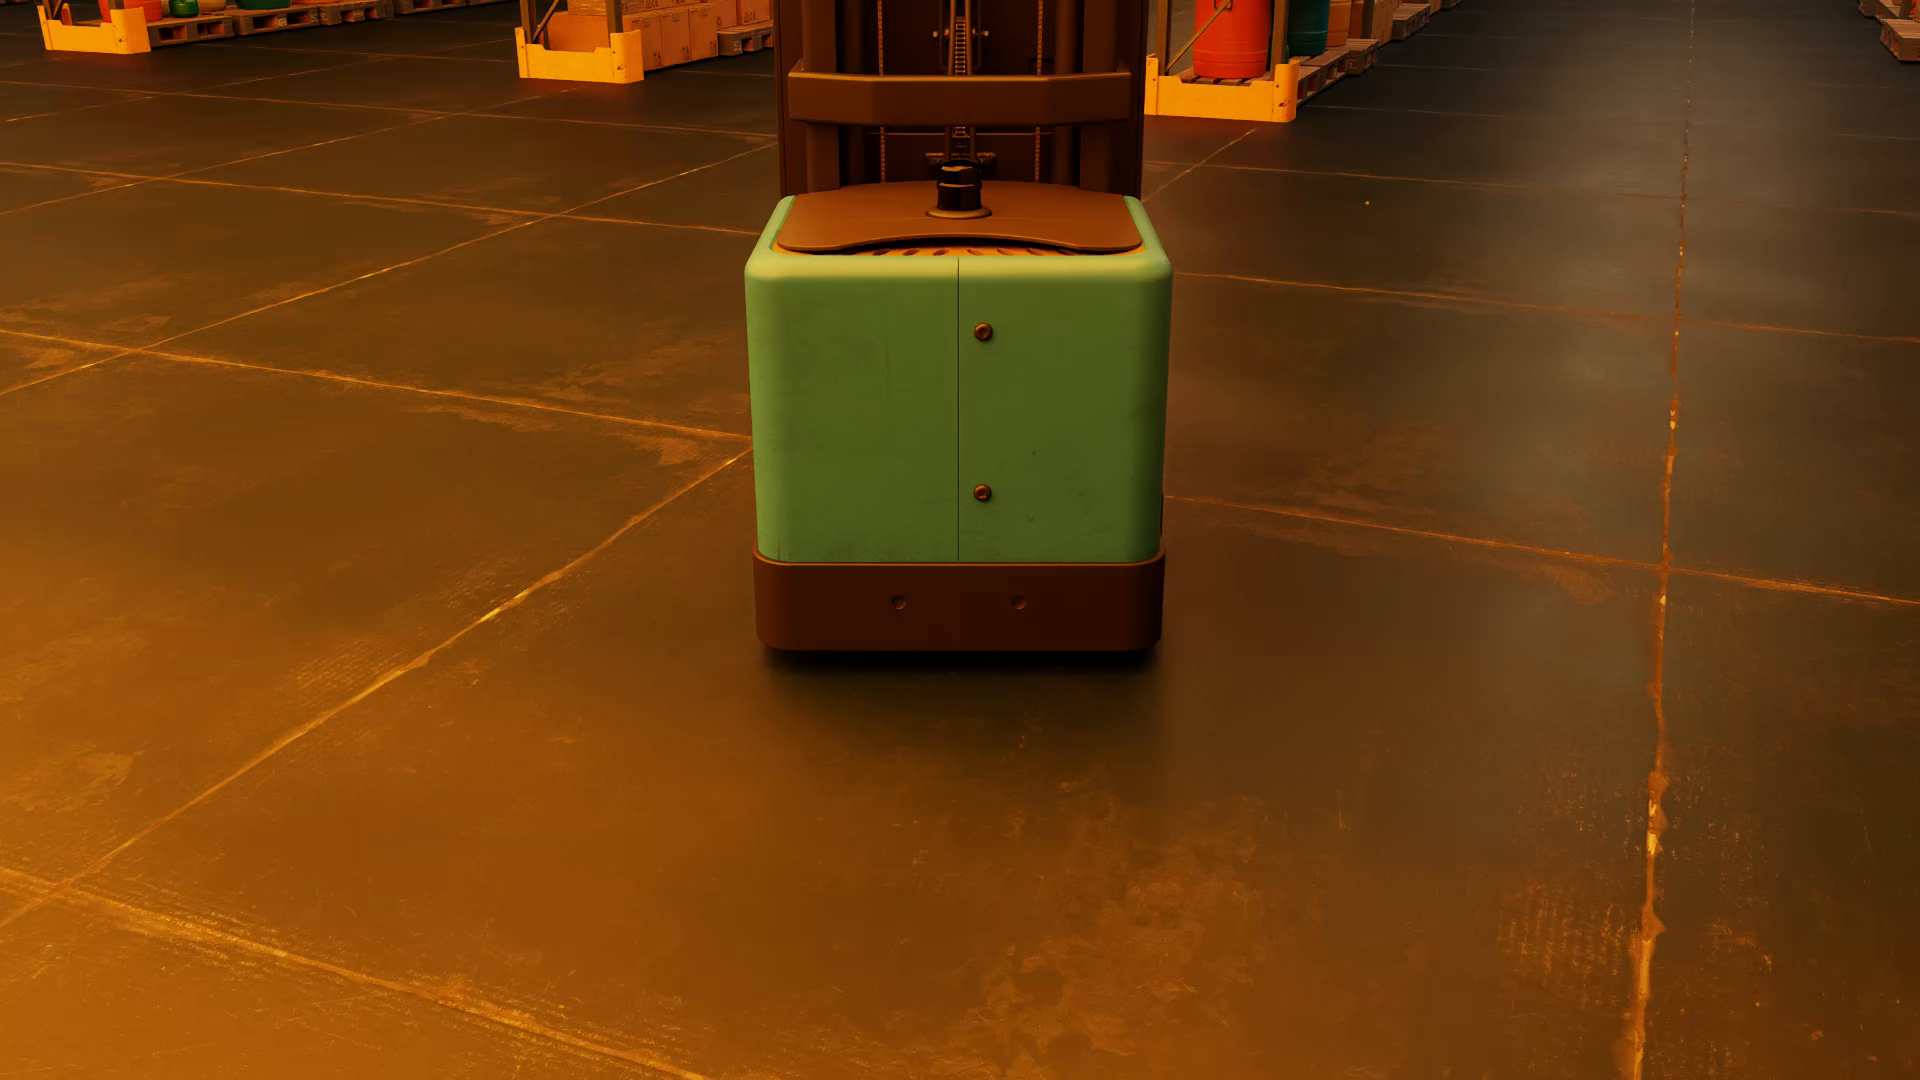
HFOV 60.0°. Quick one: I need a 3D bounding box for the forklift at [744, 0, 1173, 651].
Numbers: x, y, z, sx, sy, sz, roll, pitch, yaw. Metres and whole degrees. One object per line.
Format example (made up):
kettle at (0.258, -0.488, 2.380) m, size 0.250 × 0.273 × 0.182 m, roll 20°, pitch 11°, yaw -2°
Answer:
forklift at (0.002, -1.587, 5.089) m, size 1.130 × 2.935 × 3.031 m, roll 0°, pitch 23°, yaw 0°
